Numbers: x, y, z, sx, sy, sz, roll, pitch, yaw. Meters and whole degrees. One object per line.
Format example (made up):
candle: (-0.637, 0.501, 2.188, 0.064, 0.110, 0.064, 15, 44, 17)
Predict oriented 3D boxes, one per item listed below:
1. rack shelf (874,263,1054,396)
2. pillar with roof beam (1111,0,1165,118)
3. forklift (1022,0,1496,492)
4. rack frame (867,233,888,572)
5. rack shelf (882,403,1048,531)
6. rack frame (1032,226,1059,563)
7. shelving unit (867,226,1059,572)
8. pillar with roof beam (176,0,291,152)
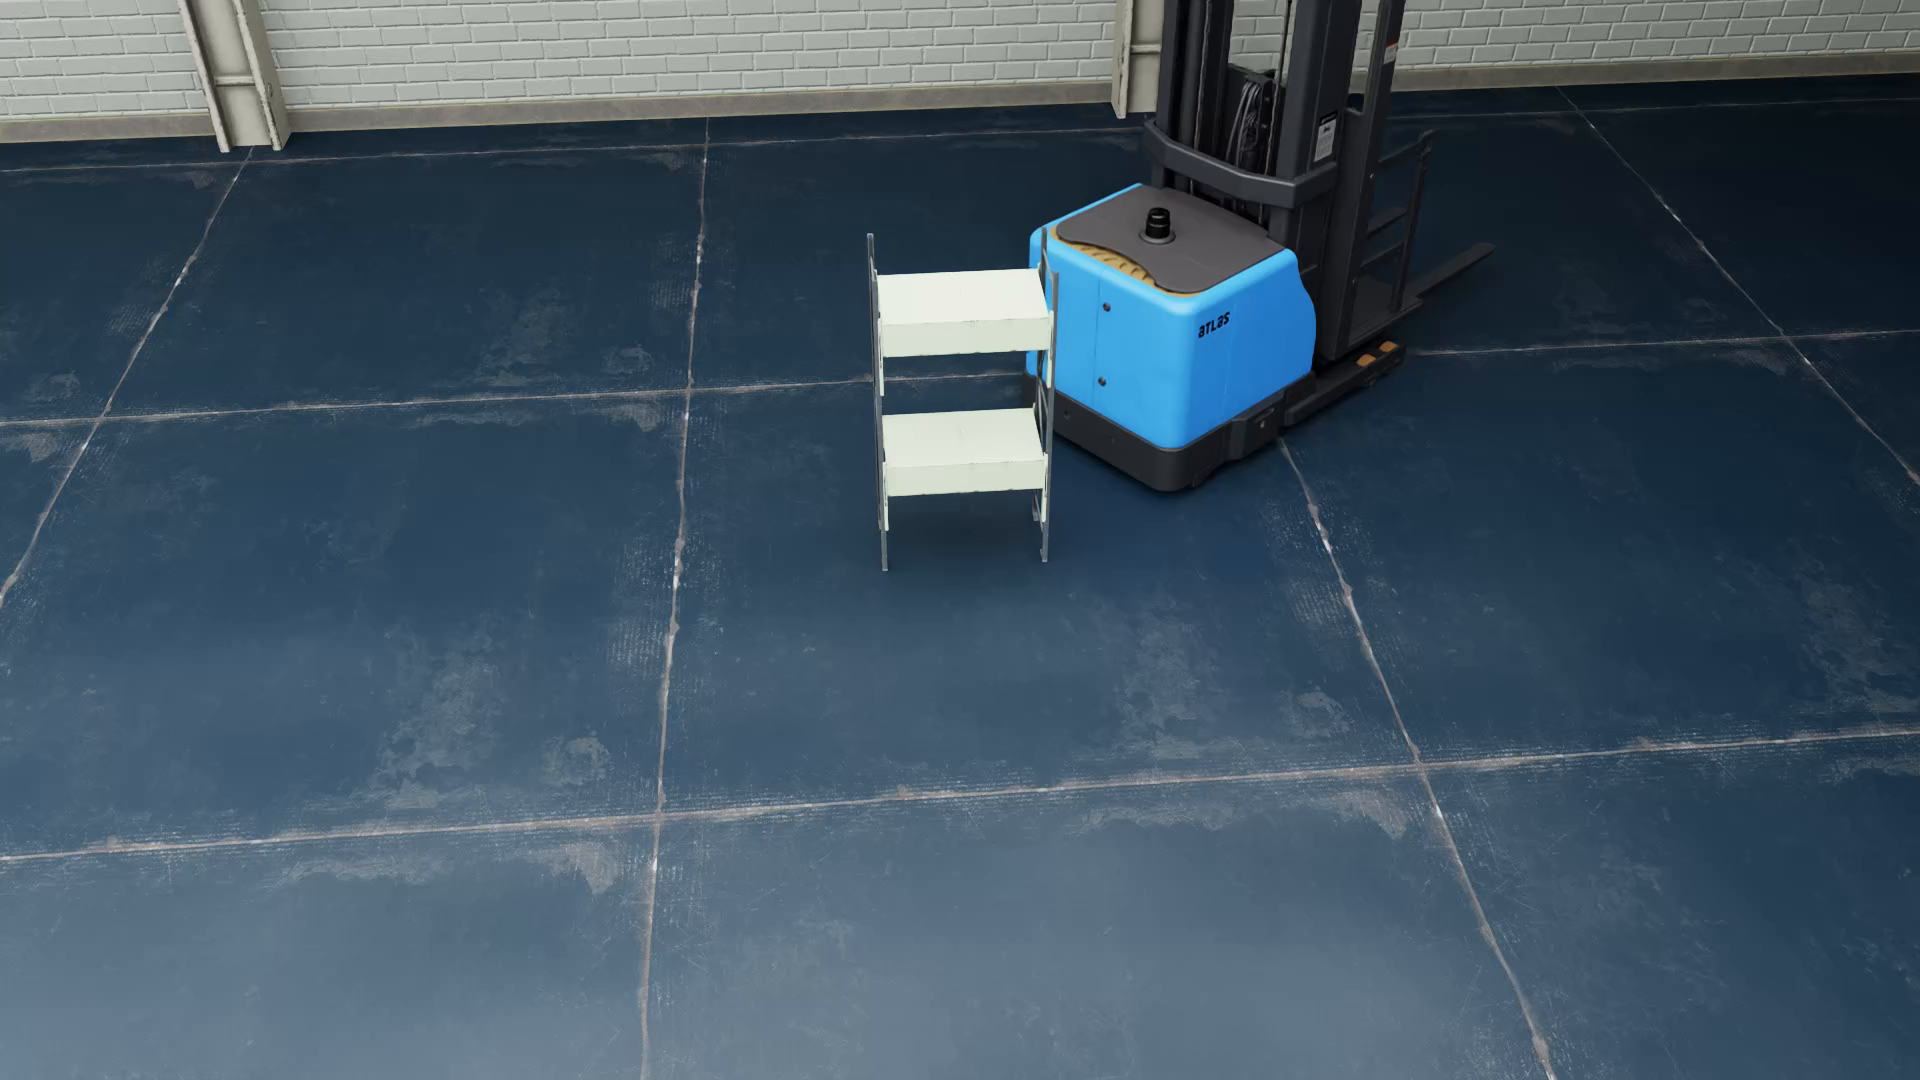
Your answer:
rack shelf: (0.007, -0.896, 7.044, 0.720, 0.370, 0.431, -3, 38, -4)
pillar with roof beam: (1.648, -3.877, 5.399, 0.400, 9.000, 9.100, -3, 38, -4)
forklift: (1.738, -2.173, 8.138, 3.031, 2.935, 1.130, -30, 47, -32)
rack frame: (-0.358, -0.569, 7.260, 0.023, 1.500, 0.400, -3, 38, -4)
rack shelf: (0.007, -0.333, 7.488, 0.720, 0.370, 0.431, -3, 38, -4)
rack frame: (0.371, -0.609, 7.311, 0.023, 1.500, 0.400, -3, 38, -4)
shelving unit: (0.007, -0.589, 7.286, 0.755, 1.500, 0.431, -3, 38, -4)
pillar with roof beam: (-4.328, -3.548, 4.982, 0.400, 9.000, 9.100, -3, 38, -4)
